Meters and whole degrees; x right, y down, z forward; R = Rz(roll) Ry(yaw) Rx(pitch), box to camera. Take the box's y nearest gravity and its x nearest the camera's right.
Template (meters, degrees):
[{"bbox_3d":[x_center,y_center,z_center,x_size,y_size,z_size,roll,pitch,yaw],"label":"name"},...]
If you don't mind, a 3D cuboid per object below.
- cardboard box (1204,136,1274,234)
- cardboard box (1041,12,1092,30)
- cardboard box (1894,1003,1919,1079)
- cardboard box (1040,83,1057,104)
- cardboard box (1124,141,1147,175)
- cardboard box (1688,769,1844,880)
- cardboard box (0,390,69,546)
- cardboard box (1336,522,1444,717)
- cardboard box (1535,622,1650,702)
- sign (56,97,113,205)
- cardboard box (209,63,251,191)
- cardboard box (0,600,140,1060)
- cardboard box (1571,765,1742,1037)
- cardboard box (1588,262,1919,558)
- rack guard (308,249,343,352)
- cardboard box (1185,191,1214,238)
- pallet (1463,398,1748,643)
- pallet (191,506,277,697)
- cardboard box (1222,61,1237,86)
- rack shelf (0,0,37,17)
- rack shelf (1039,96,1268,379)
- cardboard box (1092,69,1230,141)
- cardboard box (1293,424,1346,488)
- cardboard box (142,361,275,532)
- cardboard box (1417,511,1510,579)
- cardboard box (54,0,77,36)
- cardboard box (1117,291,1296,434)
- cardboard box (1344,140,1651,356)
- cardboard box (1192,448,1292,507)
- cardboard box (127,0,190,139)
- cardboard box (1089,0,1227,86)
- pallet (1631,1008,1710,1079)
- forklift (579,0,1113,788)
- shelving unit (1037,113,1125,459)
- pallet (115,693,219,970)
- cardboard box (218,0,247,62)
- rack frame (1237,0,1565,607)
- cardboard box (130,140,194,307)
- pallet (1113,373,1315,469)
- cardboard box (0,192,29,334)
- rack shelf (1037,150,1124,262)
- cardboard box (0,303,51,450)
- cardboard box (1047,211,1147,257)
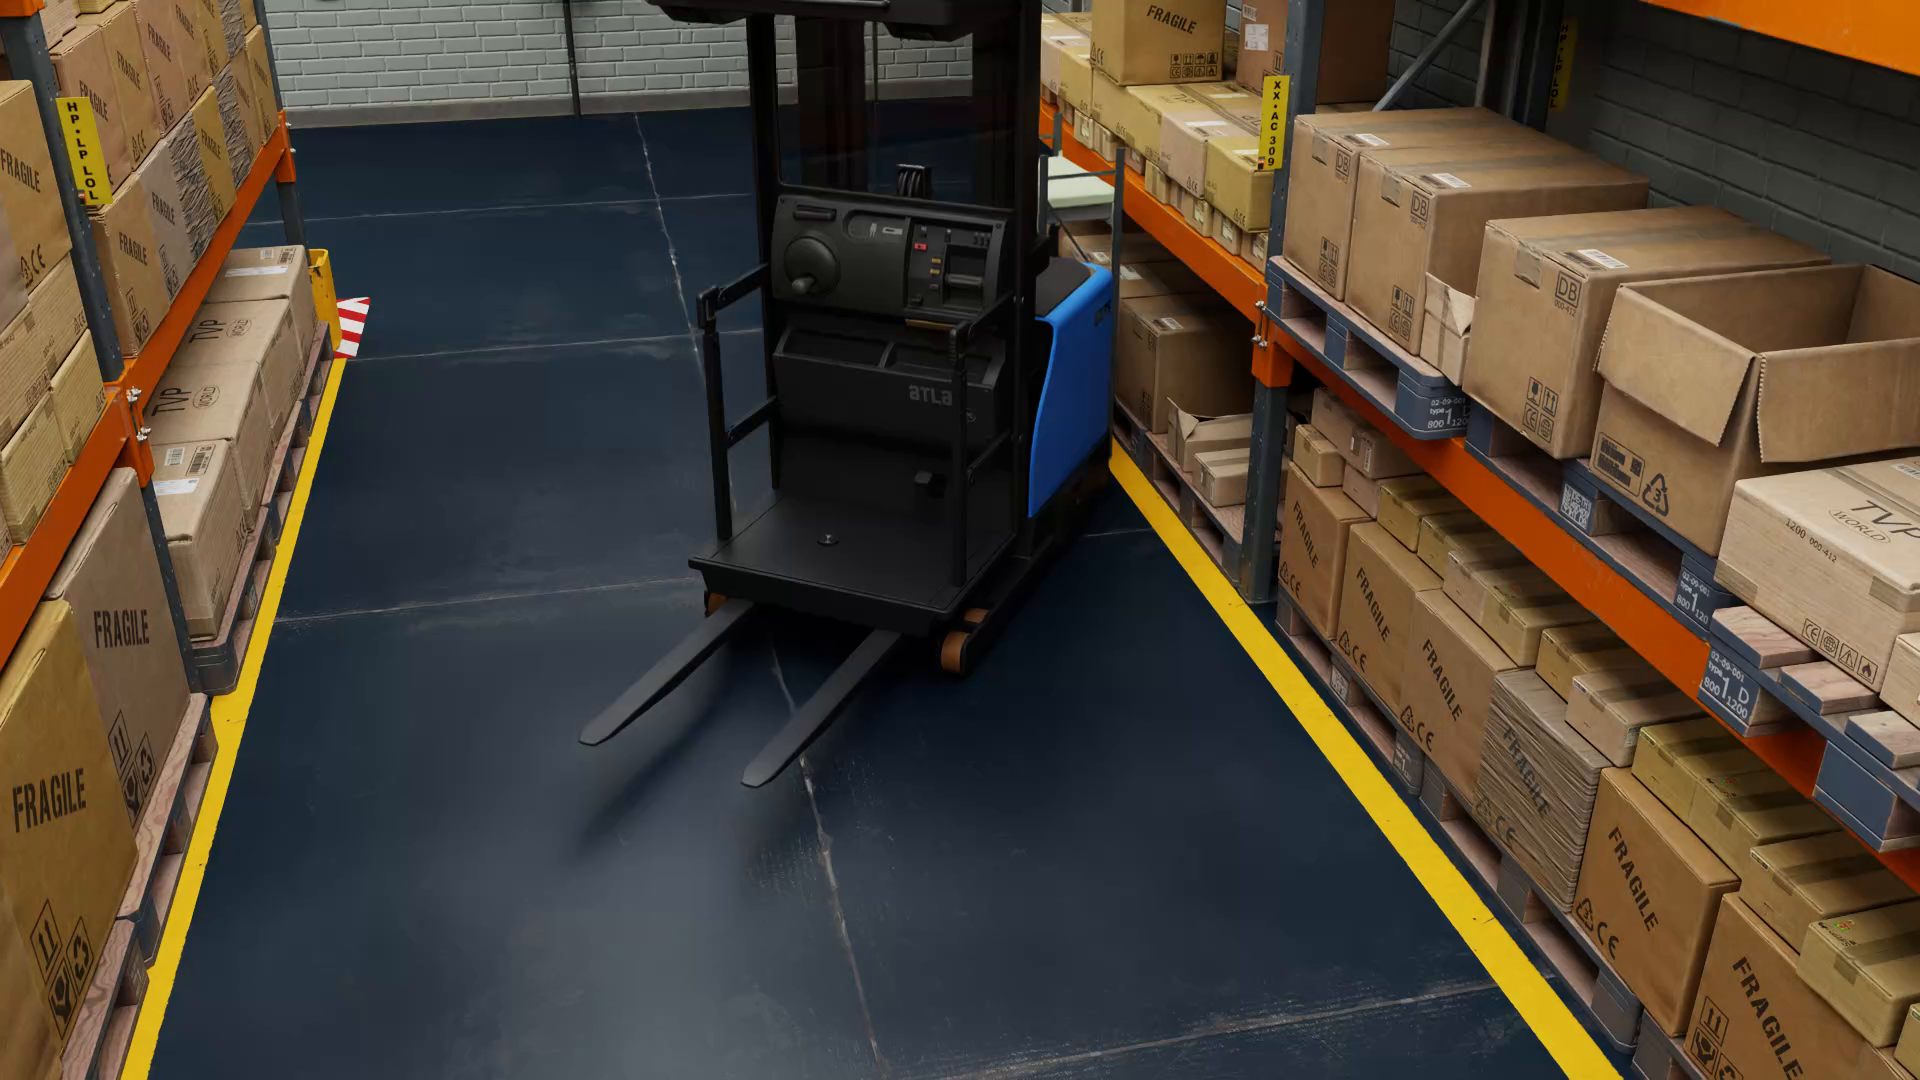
[{"bbox_3d":[1.286,-1.412,6.555,0.500,0.250,0.500,-5,27,-10],"label":"cardboard box"},{"bbox_3d":[0.577,-2.743,9.192,0.500,0.250,0.500,-6,27,-11],"label":"cardboard box"},{"bbox_3d":[2.182,1.056,3.417,0.380,0.149,0.250,-7,28,-14],"label":"cardboard box"},{"bbox_3d":[0.646,-2.512,9.177,0.380,0.149,0.250,-5,27,-10],"label":"cardboard box"},{"bbox_3d":[0.990,-1.829,7.824,0.380,0.149,0.250,-6,27,-12],"label":"cardboard box"},{"bbox_3d":[2.058,0.699,4.125,0.380,0.149,0.250,-5,27,-10],"label":"cardboard box"},{"bbox_3d":[-2.736,-0.180,4.444,0.500,0.250,0.500,-6,27,-12],"label":"cardboard box"},{"bbox_3d":[1.658,0.249,5.736,0.500,0.500,0.500,-6,27,-12],"label":"cardboard box"},{"bbox_3d":[1.905,0.358,4.800,0.380,0.149,0.250,-6,27,-11],"label":"cardboard box"},{"bbox_3d":[-2.670,-1.183,5.067,0.100,0.325,0.005,-6,27,-12],"label":"sign"},{"bbox_3d":[-3.508,-1.811,7.398,0.500,0.500,0.500,-5,27,-10],"label":"cardboard box"},{"bbox_3d":[-2.768,0.779,4.270,0.875,0.875,0.875,-5,27,-10],"label":"cardboard box"},{"bbox_3d":[2.012,0.923,4.401,0.500,0.500,0.500,-5,27,-9],"label":"cardboard box"},{"bbox_3d":[1.992,-0.323,3.980,0.797,0.503,0.637,-7,28,-13],"label":"cardboard box"},{"bbox_3d":[-4.104,-1.293,9.256,1.175,0.500,0.348,-6,27,-12],"label":"rack guard"},{"bbox_3d":[1.159,-1.374,6.921,0.380,0.149,0.250,-5,27,-10],"label":"cardboard box"},{"bbox_3d":[2.097,-0.159,4.449,1.003,0.211,1.213,-6,27,-12],"label":"pallet"},{"bbox_3d":[-3.292,0.261,6.498,1.003,0.211,1.213,-6,27,-12],"label":"pallet"},{"bbox_3d":[1.439,-2.121,7.959,0.500,0.250,0.500,-6,27,-12],"label":"cardboard box"},{"bbox_3d":[-2.746,-0.782,2.940,1.077,0.370,4.000,-6,27,-12],"label":"rack shelf"},{"bbox_3d":[1.188,-1.704,8.096,1.077,0.370,4.000,-6,27,-12],"label":"rack shelf"},{"bbox_3d":[0.944,-2.077,7.873,0.500,0.250,0.500,-7,28,-13],"label":"cardboard box"},{"bbox_3d":[1.460,-0.324,6.152,0.380,0.149,0.250,-5,27,-9],"label":"cardboard box"},{"bbox_3d":[-3.436,-0.365,7.022,0.875,0.438,0.875,-7,28,-13],"label":"cardboard box"},{"bbox_3d":[1.742,0.020,5.470,0.380,0.149,0.250,-6,27,-12],"label":"cardboard box"},{"bbox_3d":[-3.088,-1.698,5.345,0.380,0.149,0.250,-6,27,-11],"label":"cardboard box"},{"bbox_3d":[1.171,-0.862,7.937,0.700,0.500,0.500,-7,28,-14],"label":"cardboard box"},{"bbox_3d":[1.646,-0.917,5.161,0.700,0.500,0.500,-6,27,-11],"label":"cardboard box"},{"bbox_3d":[1.227,-0.277,7.168,0.380,0.149,0.250,-7,28,-13],"label":"cardboard box"},{"bbox_3d":[-3.280,-1.815,6.296,0.500,0.500,0.500,-5,27,-11],"label":"cardboard box"},{"bbox_3d":[0.915,-2.419,7.718,0.500,0.500,0.500,-5,27,-10],"label":"cardboard box"},{"bbox_3d":[2.408,1.522,4.001,1.003,0.211,1.213,-6,27,-12],"label":"pallet"},{"bbox_3d":[-0.357,-1.020,6.018,1.130,2.935,3.031,11,29,20],"label":"forklift"},{"bbox_3d":[0.418,-1.191,7.946,0.431,1.500,0.755,-9,28,-17],"label":"shelving unit"},{"bbox_3d":[-2.949,0.934,5.165,1.003,0.211,1.213,-6,27,-12],"label":"pallet"},{"bbox_3d":[-3.611,-2.475,7.604,0.500,0.500,0.500,-6,27,-11],"label":"cardboard box"},{"bbox_3d":[1.638,-1.148,6.195,1.000,3.000,0.127,-6,27,-12],"label":"rack frame"},{"bbox_3d":[-3.157,-1.140,6.070,0.500,0.500,0.500,-6,27,-11],"label":"cardboard box"},{"bbox_3d":[1.206,-0.741,8.484,1.003,0.211,1.213,-6,27,-12],"label":"pallet"},{"bbox_3d":[-2.728,-0.736,4.158,0.500,0.500,0.500,-5,27,-11],"label":"cardboard box"},{"bbox_3d":[0.418,-1.540,7.770,0.431,0.370,0.720,-9,28,-17],"label":"rack shelf"},{"bbox_3d":[-2.741,-0.411,4.346,0.500,0.250,0.500,-5,27,-10],"label":"cardboard box"},{"bbox_3d":[0.782,-1.698,9.591,0.797,0.503,0.637,-7,28,-14],"label":"cardboard box"}]
